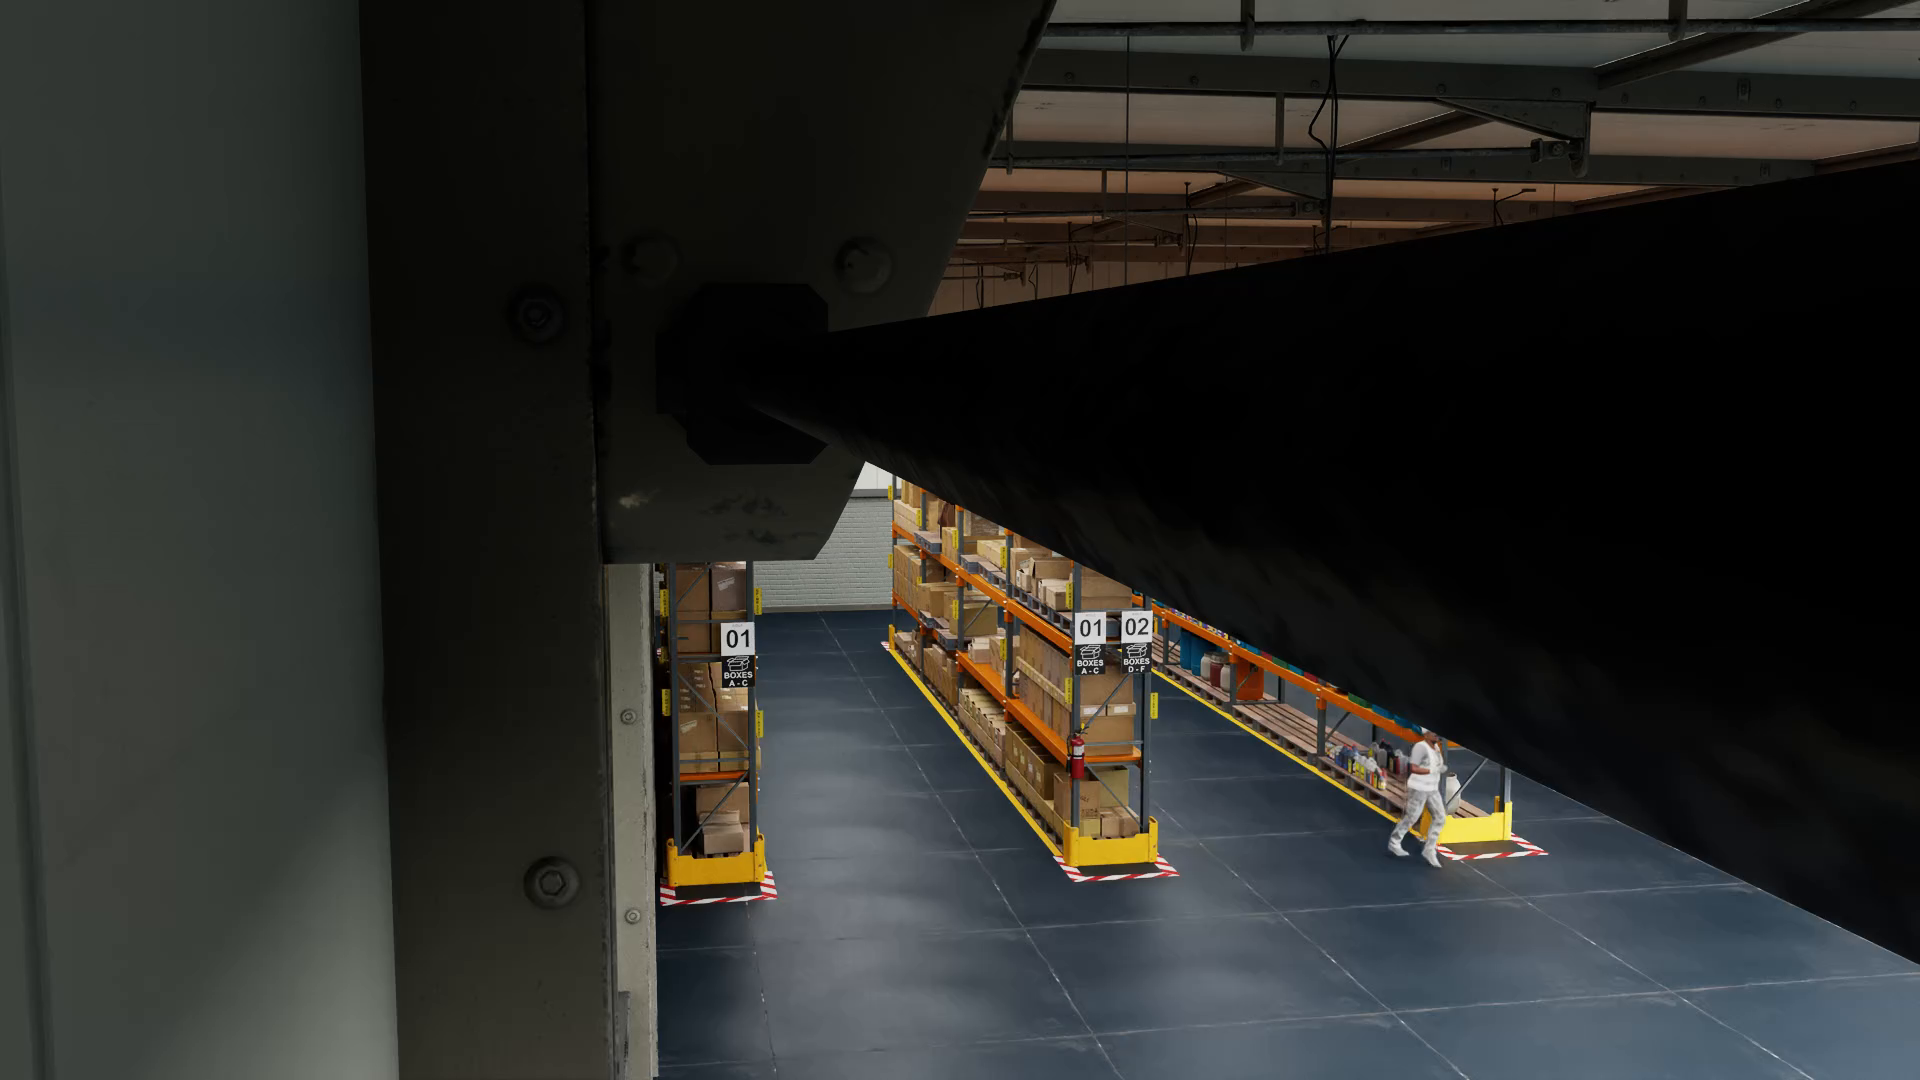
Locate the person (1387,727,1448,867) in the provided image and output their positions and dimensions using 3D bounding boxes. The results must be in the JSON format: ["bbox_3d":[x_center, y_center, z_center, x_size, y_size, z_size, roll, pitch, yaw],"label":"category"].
[{"bbox_3d":[5.858,3.190,21.019,0.677,1.842,0.758,-6,8,-43],"label":"person"}]
